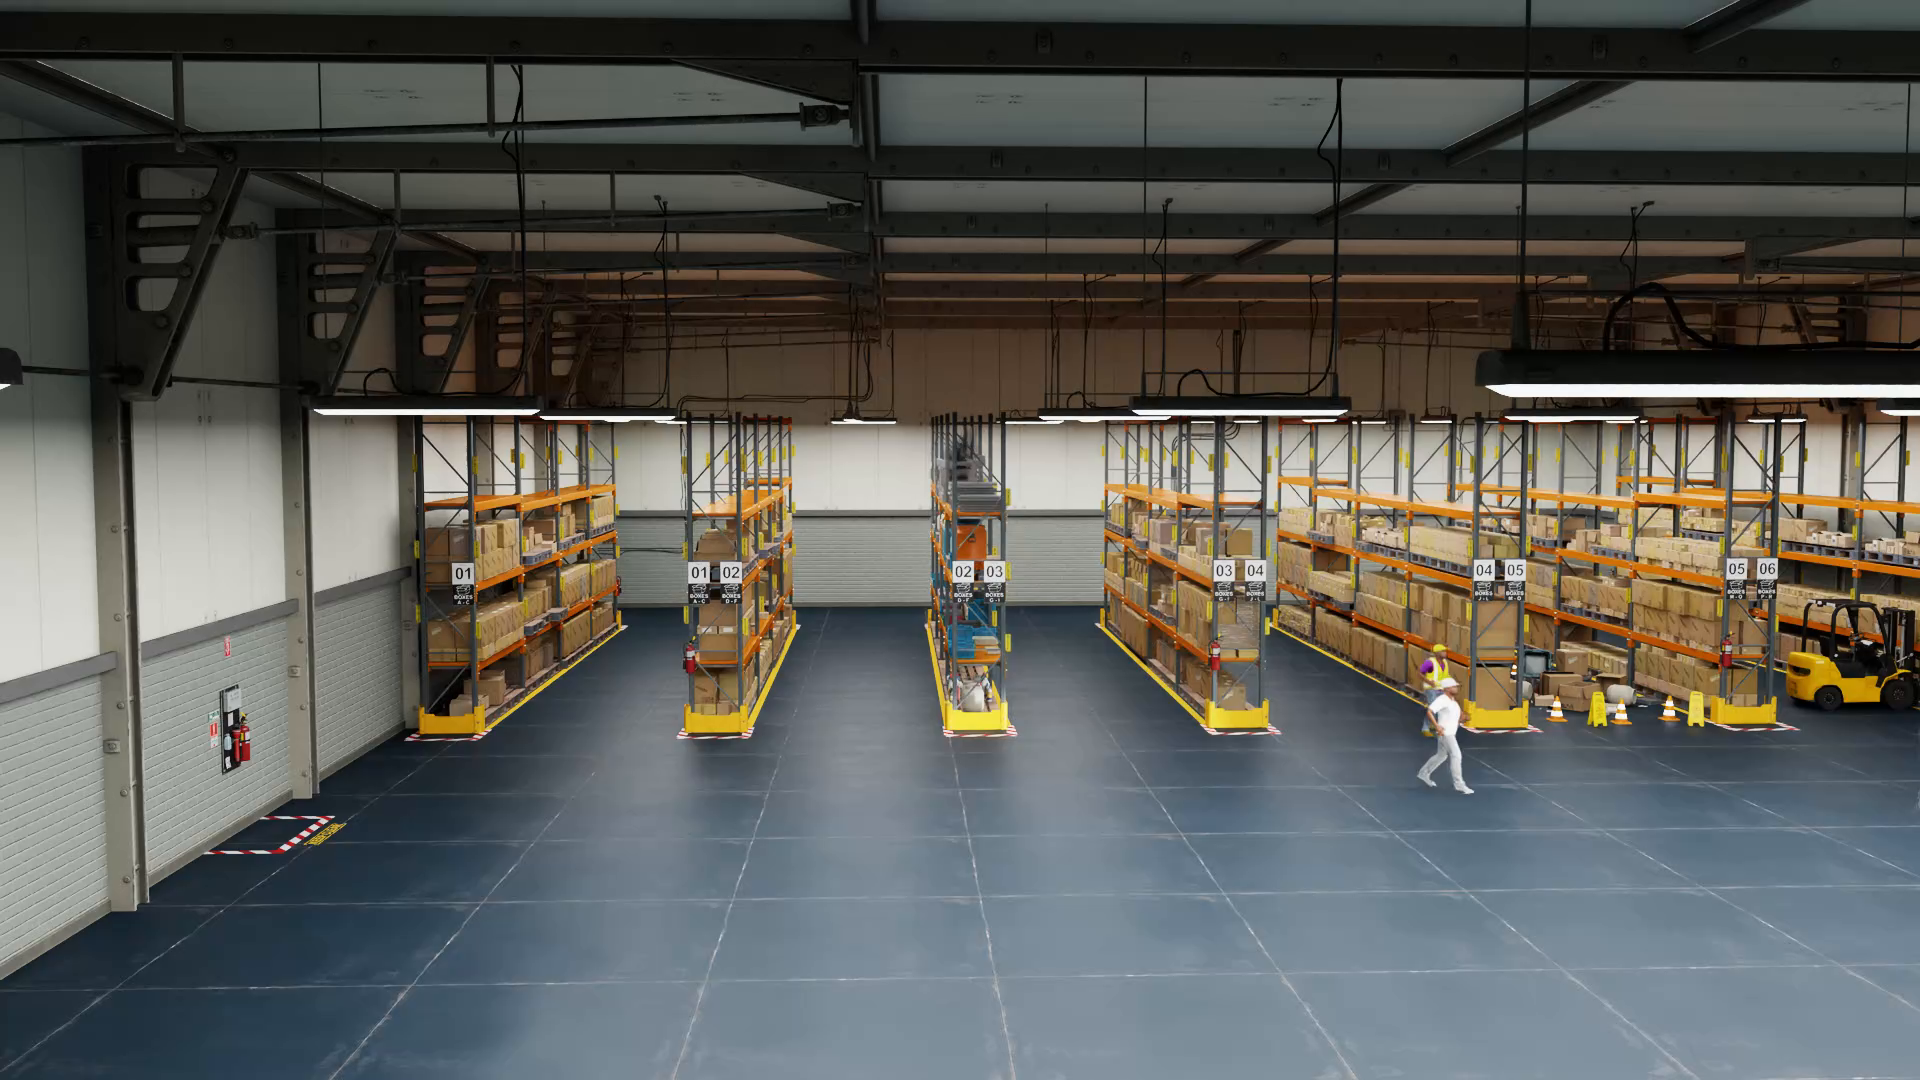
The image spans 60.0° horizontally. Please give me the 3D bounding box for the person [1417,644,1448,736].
[{"bbox_3d":[8.855,2.778,30.959,0.703,1.685,0.562,-2,4,-22],"label":"person"}]

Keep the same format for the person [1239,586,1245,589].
[{"bbox_3d":[7.885,1.771,45.224,0.641,1.821,0.756,0,4,1],"label":"person"}]

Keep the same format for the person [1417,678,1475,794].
[{"bbox_3d":[7.634,3.039,26.065,0.896,1.776,0.707,2,4,24],"label":"person"}]
